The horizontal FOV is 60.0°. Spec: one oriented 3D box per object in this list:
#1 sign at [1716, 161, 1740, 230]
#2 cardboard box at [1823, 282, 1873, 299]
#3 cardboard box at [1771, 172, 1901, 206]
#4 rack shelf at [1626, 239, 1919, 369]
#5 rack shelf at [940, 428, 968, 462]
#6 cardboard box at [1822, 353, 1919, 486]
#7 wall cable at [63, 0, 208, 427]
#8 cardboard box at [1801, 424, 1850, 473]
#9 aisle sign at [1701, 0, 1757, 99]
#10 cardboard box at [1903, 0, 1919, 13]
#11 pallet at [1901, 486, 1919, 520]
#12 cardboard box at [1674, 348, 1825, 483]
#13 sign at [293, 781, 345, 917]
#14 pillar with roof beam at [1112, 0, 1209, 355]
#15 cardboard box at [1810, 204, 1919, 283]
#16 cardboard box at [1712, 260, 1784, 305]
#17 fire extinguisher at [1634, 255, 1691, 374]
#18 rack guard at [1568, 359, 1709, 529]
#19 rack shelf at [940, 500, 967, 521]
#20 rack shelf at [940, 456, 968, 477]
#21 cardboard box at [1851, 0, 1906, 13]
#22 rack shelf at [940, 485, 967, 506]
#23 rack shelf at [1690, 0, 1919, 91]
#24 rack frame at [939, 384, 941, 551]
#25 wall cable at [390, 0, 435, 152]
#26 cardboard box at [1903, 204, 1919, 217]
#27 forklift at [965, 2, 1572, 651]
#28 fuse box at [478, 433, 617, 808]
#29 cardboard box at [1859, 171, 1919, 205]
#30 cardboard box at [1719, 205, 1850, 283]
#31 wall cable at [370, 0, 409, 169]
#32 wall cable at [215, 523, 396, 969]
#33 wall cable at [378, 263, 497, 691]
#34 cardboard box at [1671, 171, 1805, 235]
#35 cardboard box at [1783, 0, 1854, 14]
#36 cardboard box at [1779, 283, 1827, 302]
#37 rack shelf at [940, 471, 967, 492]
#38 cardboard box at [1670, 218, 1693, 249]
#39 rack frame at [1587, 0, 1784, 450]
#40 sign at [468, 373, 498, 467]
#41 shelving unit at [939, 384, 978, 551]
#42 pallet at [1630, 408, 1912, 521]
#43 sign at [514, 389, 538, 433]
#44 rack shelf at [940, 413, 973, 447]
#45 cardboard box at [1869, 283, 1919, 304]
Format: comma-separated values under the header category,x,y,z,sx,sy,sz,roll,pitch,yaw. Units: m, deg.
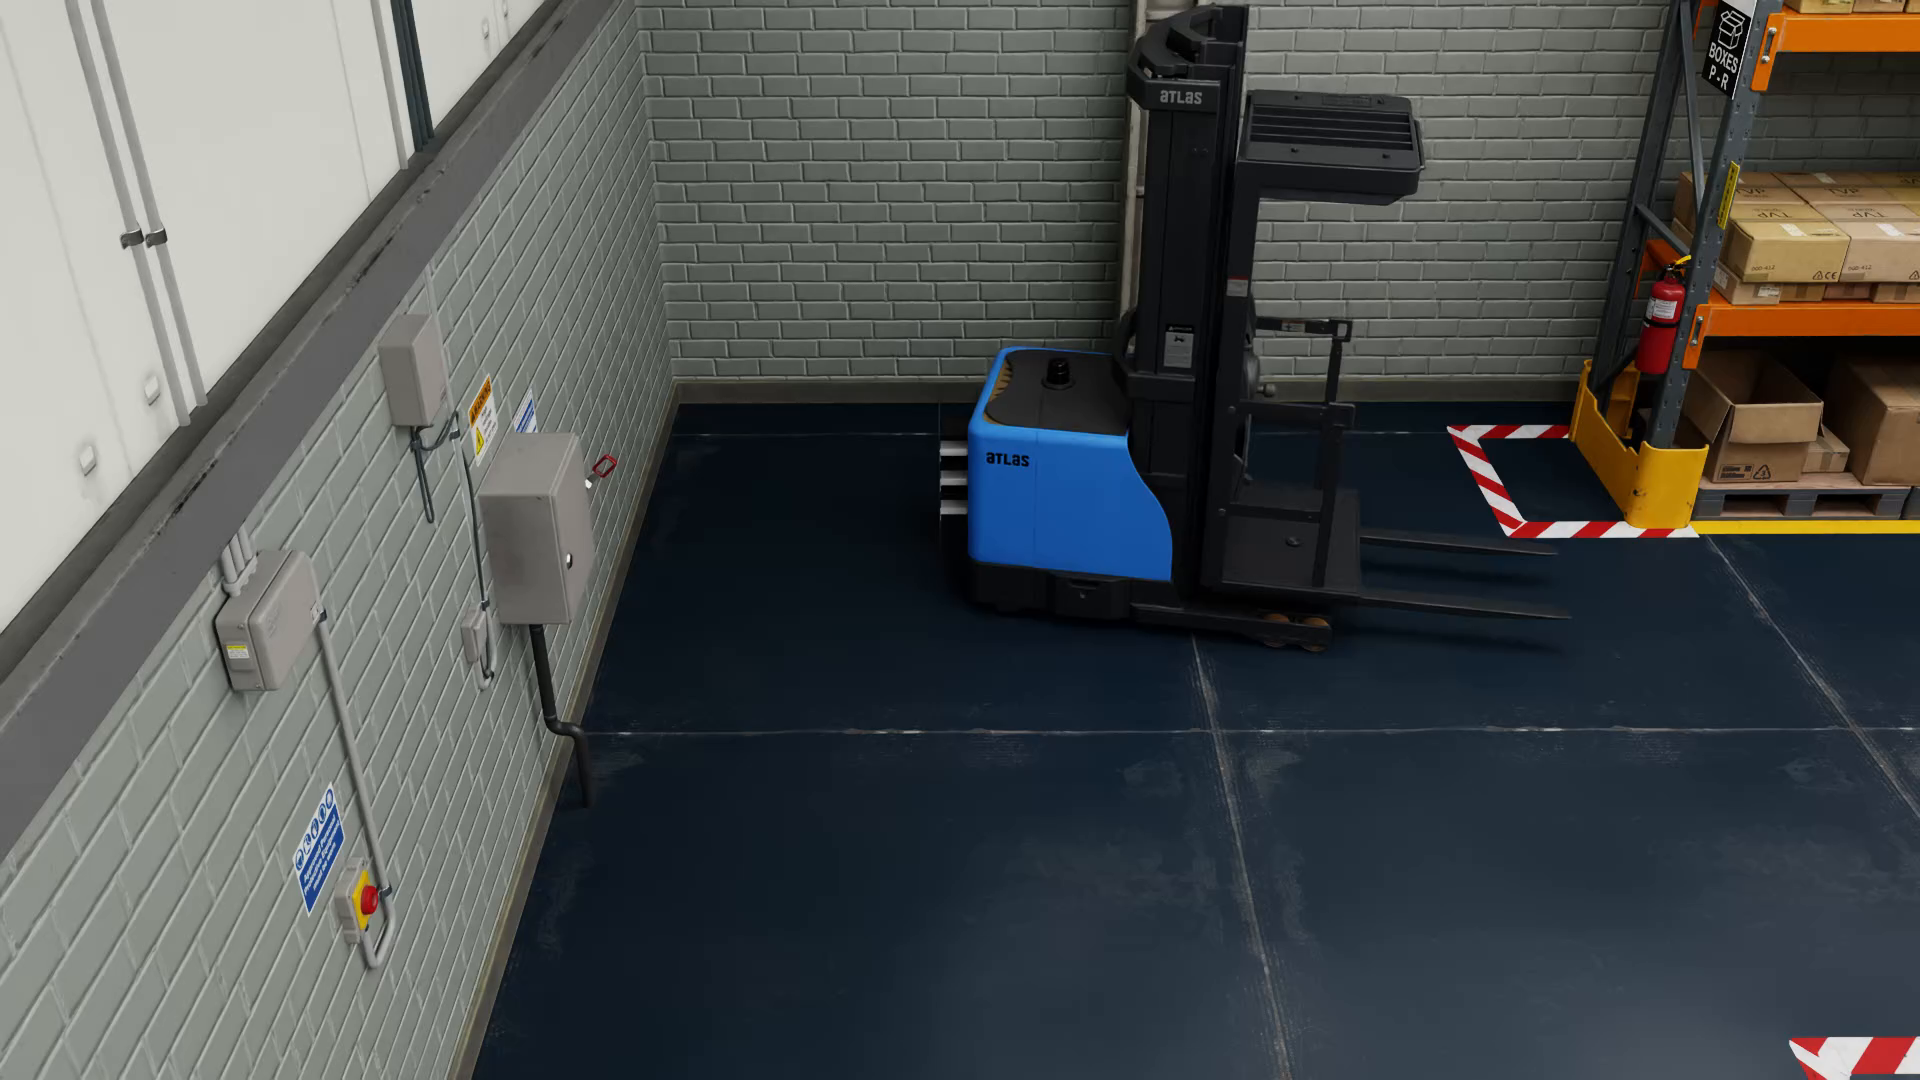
category,x,y,z,sx,sy,sz,roll,pitch,yaw
sign,3.871,-1.737,8.387,0.005,0.325,0.100,0,31,0
cardboard box,4.715,-1.444,8.980,0.250,0.149,0.380,-1,31,-1
cardboard box,4.842,-1.852,9.268,0.500,0.250,0.500,0,31,0
rack shelf,5.868,-1.347,9.272,4.000,0.370,1.077,0,31,0
rack shelf,-0.008,-0.510,8.940,0.200,0.077,0.258,0,31,0
cardboard box,5.335,-0.695,9.508,0.500,0.500,0.700,1,31,2
wall cable,-1.785,-1.475,3.005,0.029,3.000,0.463,0,31,0
cardboard box,4.905,-0.543,9.597,0.250,0.149,0.380,-1,31,-2
aisle sign,3.801,-2.607,8.150,0.004,0.787,0.394,0,31,0
cardboard box,4.707,-2.710,8.176,0.250,0.149,0.380,0,31,0
pallet,5.958,-0.462,9.808,1.213,0.211,1.003,0,31,0
cardboard box,4.480,-0.714,9.536,0.637,0.503,0.797,-1,31,-2
sign,-1.798,0.866,4.671,0.001,0.218,0.327,0,31,0
pillar with roof beam,1.192,-2.439,4.595,0.400,9.000,9.100,0,31,0
cardboard box,4.827,-1.575,8.812,0.500,0.250,0.500,0,31,0
cardboard box,4.198,-1.400,8.908,0.250,0.149,0.380,0,31,-1
fire extinguisher,3.723,-1.216,8.796,0.183,0.674,0.296,0,31,0
rack guard,3.944,-0.580,9.724,0.348,0.500,1.175,0,31,0
rack shelf,-0.008,-0.202,9.127,0.200,0.077,0.258,0,31,0
rack shelf,-0.008,-0.433,8.987,0.200,0.077,0.258,0,31,0
cardboard box,4.450,-2.718,8.189,0.250,0.149,0.380,0,31,1
rack shelf,-0.008,-0.279,9.080,0.200,0.077,0.258,0,31,0
rack shelf,5.868,-2.630,8.494,4.000,0.370,1.077,0,31,0
rack frame,-0.110,-0.384,9.016,0.006,0.900,0.240,0,31,0
wall cable,-1.766,-3.326,6.021,0.133,3.039,2.988,0,31,0
cardboard box,5.334,-1.578,8.817,0.500,0.250,0.500,-1,31,-1
forklift,1.592,-0.997,8.068,3.031,2.935,1.130,6,32,9
fuse box,-1.604,0.417,6.914,0.414,1.711,0.539,0,31,0
cardboard box,5.337,-1.851,9.267,0.500,0.250,0.500,1,31,1
cardboard box,4.323,-1.573,8.809,0.500,0.250,0.500,0,31,0
wall cable,-1.787,-1.865,3.648,0.029,3.000,2.355,0,31,0
wall cable,-1.737,0.508,4.511,0.123,1.953,0.585,0,31,0
wall cable,-1.757,-0.214,5.732,0.122,1.984,0.588,0,31,0
cardboard box,4.326,-1.851,9.266,0.500,0.250,0.500,1,31,1
cardboard box,4.188,-2.704,8.165,0.250,0.149,0.380,0,31,1
cardboard box,4.452,-1.425,8.949,0.250,0.149,0.380,1,31,1
rack shelf,-0.008,-0.356,9.034,0.200,0.077,0.258,0,31,0
cardboard box,4.198,-1.681,9.372,0.250,0.149,0.380,-1,31,-1
rack frame,3.868,-1.649,9.075,0.127,3.000,1.000,0,31,0
sign,-1.811,-0.458,6.317,0.001,0.242,0.339,0,31,0
shelving unit,-0.008,-0.385,9.017,0.210,0.900,0.258,0,31,0
pallet,4.741,-0.459,9.804,1.213,0.211,1.003,0,31,0
sign,-1.814,-0.349,7.025,0.001,0.494,0.329,0,31,0
rack shelf,-0.008,-0.587,8.894,0.200,0.077,0.258,0,31,0
cardboard box,4.968,-1.413,8.929,0.250,0.149,0.380,1,31,1
